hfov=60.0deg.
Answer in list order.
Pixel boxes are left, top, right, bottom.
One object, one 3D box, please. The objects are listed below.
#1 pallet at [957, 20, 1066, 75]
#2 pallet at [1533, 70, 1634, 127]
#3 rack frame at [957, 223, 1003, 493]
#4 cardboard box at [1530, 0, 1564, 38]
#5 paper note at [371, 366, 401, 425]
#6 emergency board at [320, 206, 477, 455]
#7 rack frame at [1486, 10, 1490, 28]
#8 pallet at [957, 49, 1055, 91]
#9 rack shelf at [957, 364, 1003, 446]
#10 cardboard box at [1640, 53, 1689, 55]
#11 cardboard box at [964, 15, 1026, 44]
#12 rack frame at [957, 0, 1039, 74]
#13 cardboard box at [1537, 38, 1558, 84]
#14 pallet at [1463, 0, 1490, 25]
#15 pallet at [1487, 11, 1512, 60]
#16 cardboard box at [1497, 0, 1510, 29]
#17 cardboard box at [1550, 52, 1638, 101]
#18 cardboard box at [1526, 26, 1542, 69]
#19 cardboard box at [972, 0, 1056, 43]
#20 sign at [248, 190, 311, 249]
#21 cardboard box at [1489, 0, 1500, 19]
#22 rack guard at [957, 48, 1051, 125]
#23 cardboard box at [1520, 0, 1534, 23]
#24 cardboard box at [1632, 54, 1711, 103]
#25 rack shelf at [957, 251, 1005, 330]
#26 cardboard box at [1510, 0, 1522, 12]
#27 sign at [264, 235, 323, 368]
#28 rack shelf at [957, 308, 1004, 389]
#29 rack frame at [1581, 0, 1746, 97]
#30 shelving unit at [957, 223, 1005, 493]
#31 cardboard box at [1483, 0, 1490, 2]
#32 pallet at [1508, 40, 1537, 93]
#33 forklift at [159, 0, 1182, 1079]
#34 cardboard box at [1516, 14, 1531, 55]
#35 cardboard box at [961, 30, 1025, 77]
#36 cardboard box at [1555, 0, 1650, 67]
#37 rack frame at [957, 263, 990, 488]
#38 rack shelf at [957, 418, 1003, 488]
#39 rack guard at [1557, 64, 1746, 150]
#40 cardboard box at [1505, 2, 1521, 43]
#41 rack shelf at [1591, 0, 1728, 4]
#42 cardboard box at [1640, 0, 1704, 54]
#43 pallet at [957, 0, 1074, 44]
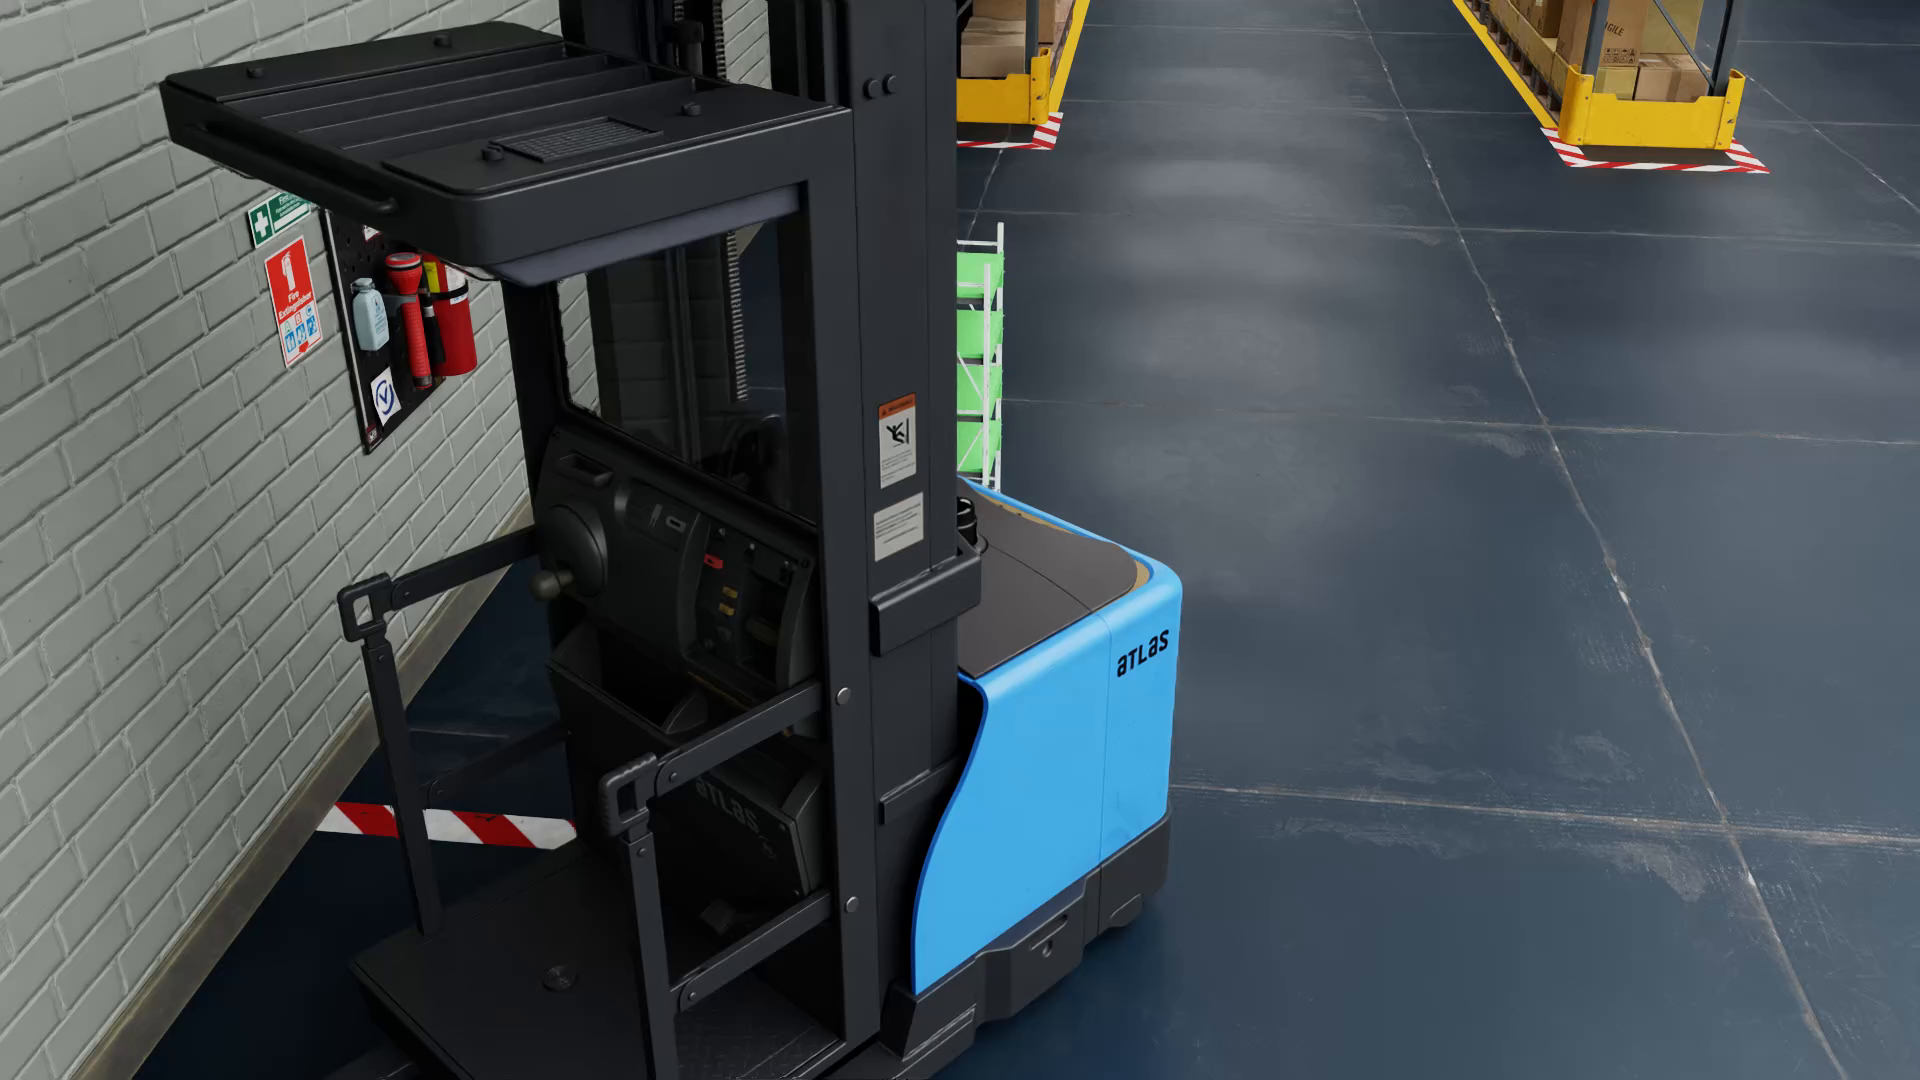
[{"bbox_3d":[0.378,-4.300,14.510,1.003,0.211,1.213,3,28,6],"label":"pallet"},{"bbox_3d":[5.051,-3.388,12.816,1.003,0.211,1.213,3,28,6],"label":"pallet"},{"bbox_3d":[0.050,-0.721,6.823,0.240,1.200,0.015,3,28,6],"label":"rack frame"},{"bbox_3d":[4.877,-4.299,13.232,0.500,0.500,0.500,3,28,6],"label":"cardboard box"},{"bbox_3d":[-1.857,-0.466,5.382,0.016,0.148,0.142,3,28,6],"label":"paper note"},{"bbox_3d":[-1.766,-0.934,5.320,0.194,1.169,0.643,3,28,6],"label":"emergency board"},{"bbox_3d":[5.489,-6.136,14.977,1.000,3.000,0.127,3,28,6],"label":"rack frame"},{"bbox_3d":[0.226,-3.728,13.447,1.003,0.211,1.213,3,28,6],"label":"pallet"},{"bbox_3d":[0.020,-0.550,6.640,0.258,0.148,0.480,3,28,6],"label":"rack shelf"},{"bbox_3d":[5.343,-3.702,12.916,0.500,0.250,0.500,3,28,6],"label":"cardboard box"},{"bbox_3d":[0.326,-4.138,13.639,0.500,0.311,0.500,6,29,10],"label":"cardboard box"},{"bbox_3d":[0.082,-4.539,12.013,1.000,3.000,0.127,3,28,6],"label":"rack frame"},{"bbox_3d":[4.821,-3.733,12.973,0.500,0.250,0.500,3,28,6],"label":"cardboard box"},{"bbox_3d":[5.541,-5.257,16.286,1.003,0.211,1.213,3,28,6],"label":"pallet"},{"bbox_3d":[5.350,-4.536,14.948,1.003,0.211,1.213,3,28,6],"label":"pallet"},{"bbox_3d":[5.065,-4.675,14.720,0.500,0.250,0.500,3,28,6],"label":"cardboard box"},{"bbox_3d":[4.771,-3.497,12.535,0.500,0.250,0.500,3,28,6],"label":"cardboard box"},{"bbox_3d":[4.880,-3.969,13.410,0.500,0.250,0.500,3,28,6],"label":"cardboard box"},{"bbox_3d":[0.466,-4.564,14.230,0.700,0.500,0.500,2,28,3],"label":"cardboard box"},{"bbox_3d":[-1.927,-0.930,4.717,0.001,0.109,0.331,3,28,6],"label":"sign"},{"bbox_3d":[5.131,-4.910,15.157,0.500,0.250,0.500,3,28,6],"label":"cardboard box"},{"bbox_3d":[0.091,-3.474,12.672,1.175,0.500,0.348,3,28,6],"label":"rack guard"},{"bbox_3d":[4.940,-4.534,13.669,0.500,0.500,0.500,3,28,6],"label":"cardboard box"},{"bbox_3d":[5.285,-3.467,12.479,0.500,0.250,0.500,3,28,6],"label":"cardboard box"},{"bbox_3d":[0.020,-0.972,6.413,0.258,0.148,0.480,3,28,6],"label":"rack shelf"},{"bbox_3d":[4.999,-4.770,14.106,0.500,0.500,0.500,3,28,6],"label":"cardboard box"},{"bbox_3d":[-1.937,-0.695,4.840,0.001,0.329,0.234,3,28,6],"label":"sign"},{"bbox_3d":[0.020,-0.761,6.527,0.258,0.148,0.480,3,28,6],"label":"rack shelf"},{"bbox_3d":[4.999,-4.253,11.482,1.000,3.000,0.127,3,28,6],"label":"rack frame"},{"bbox_3d":[0.020,-0.606,6.610,0.258,1.200,0.503,3,28,6],"label":"shelving unit"},{"bbox_3d":[5.252,-5.322,15.923,0.500,0.250,0.500,3,28,6],"label":"cardboard box"},{"bbox_3d":[5.203,-3.961,13.879,1.003,0.211,1.213,3,28,6],"label":"pallet"},{"bbox_3d":[-0.790,0.076,3.518,1.130,2.935,3.031,25,37,38],"label":"forklift"},{"bbox_3d":[4.943,-4.204,13.847,0.500,0.250,0.500,3,28,6],"label":"cardboard box"},{"bbox_3d":[0.256,-3.870,13.141,0.500,0.311,0.500,0,28,0],"label":"cardboard box"},{"bbox_3d":[4.769,-3.827,12.357,0.500,0.500,0.500,3,28,6],"label":"cardboard box"},{"bbox_3d":[-0.010,-0.491,6.397,0.240,1.200,0.015,3,28,6],"label":"rack frame"},{"bbox_3d":[0.020,-0.339,6.754,0.258,0.148,0.480,3,28,6],"label":"rack shelf"},{"bbox_3d":[4.996,-3.141,12.054,1.175,0.500,0.348,3,28,6],"label":"rack guard"},{"bbox_3d":[4.999,-4.439,14.284,0.500,0.250,0.500,3,28,6],"label":"cardboard box"},{"bbox_3d":[5.244,-4.878,13.400,1.077,0.370,4.000,3,28,6],"label":"rack shelf"},{"bbox_3d":[5.345,-4.033,12.738,0.500,0.500,0.500,3,28,6],"label":"cardboard box"},{"bbox_3d":[0.525,-4.876,15.579,1.003,0.211,1.213,3,28,6],"label":"pallet"}]
